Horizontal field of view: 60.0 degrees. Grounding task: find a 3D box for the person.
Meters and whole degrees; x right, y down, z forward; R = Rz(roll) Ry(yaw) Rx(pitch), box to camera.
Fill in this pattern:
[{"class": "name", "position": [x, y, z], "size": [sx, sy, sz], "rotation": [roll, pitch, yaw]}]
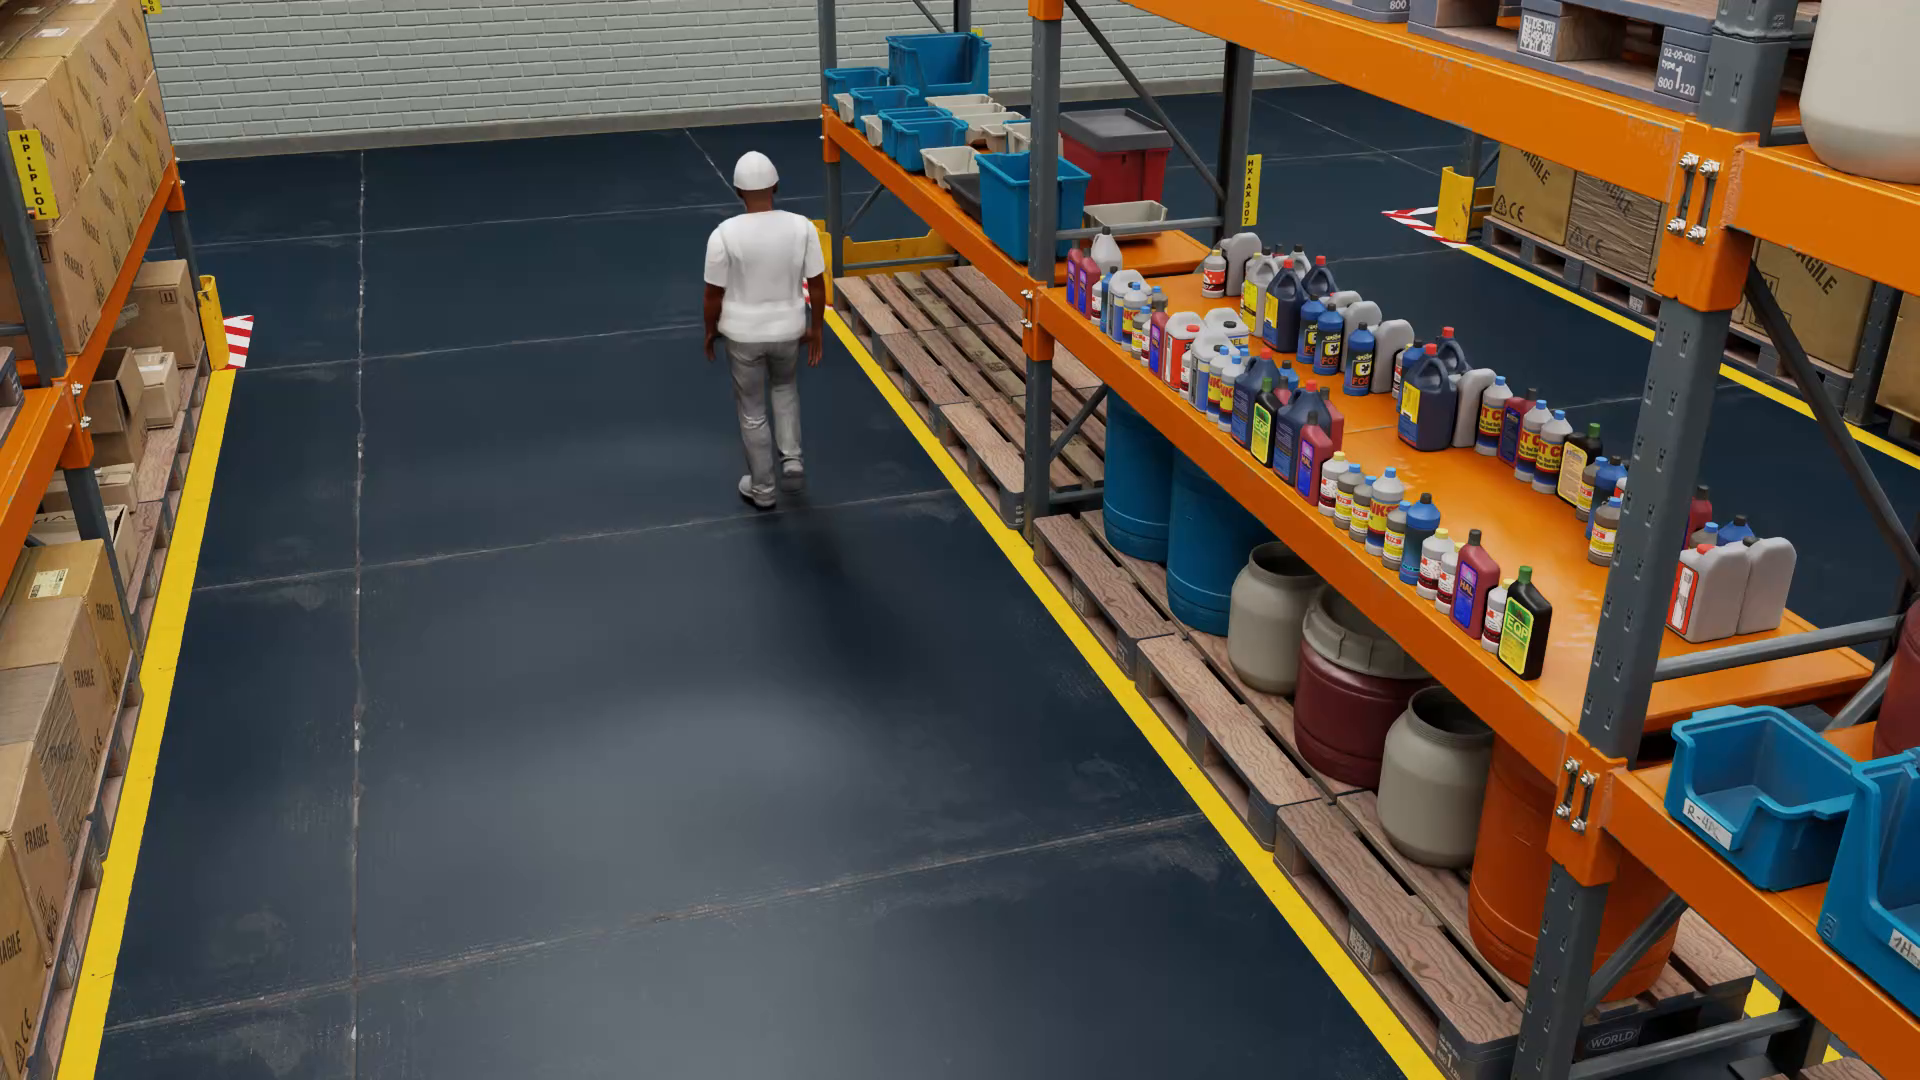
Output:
[{"class": "person", "position": [-0.965, -1.022, 8.129], "size": [0.578, 1.780, 0.463], "rotation": [-11, 28, -21]}]
